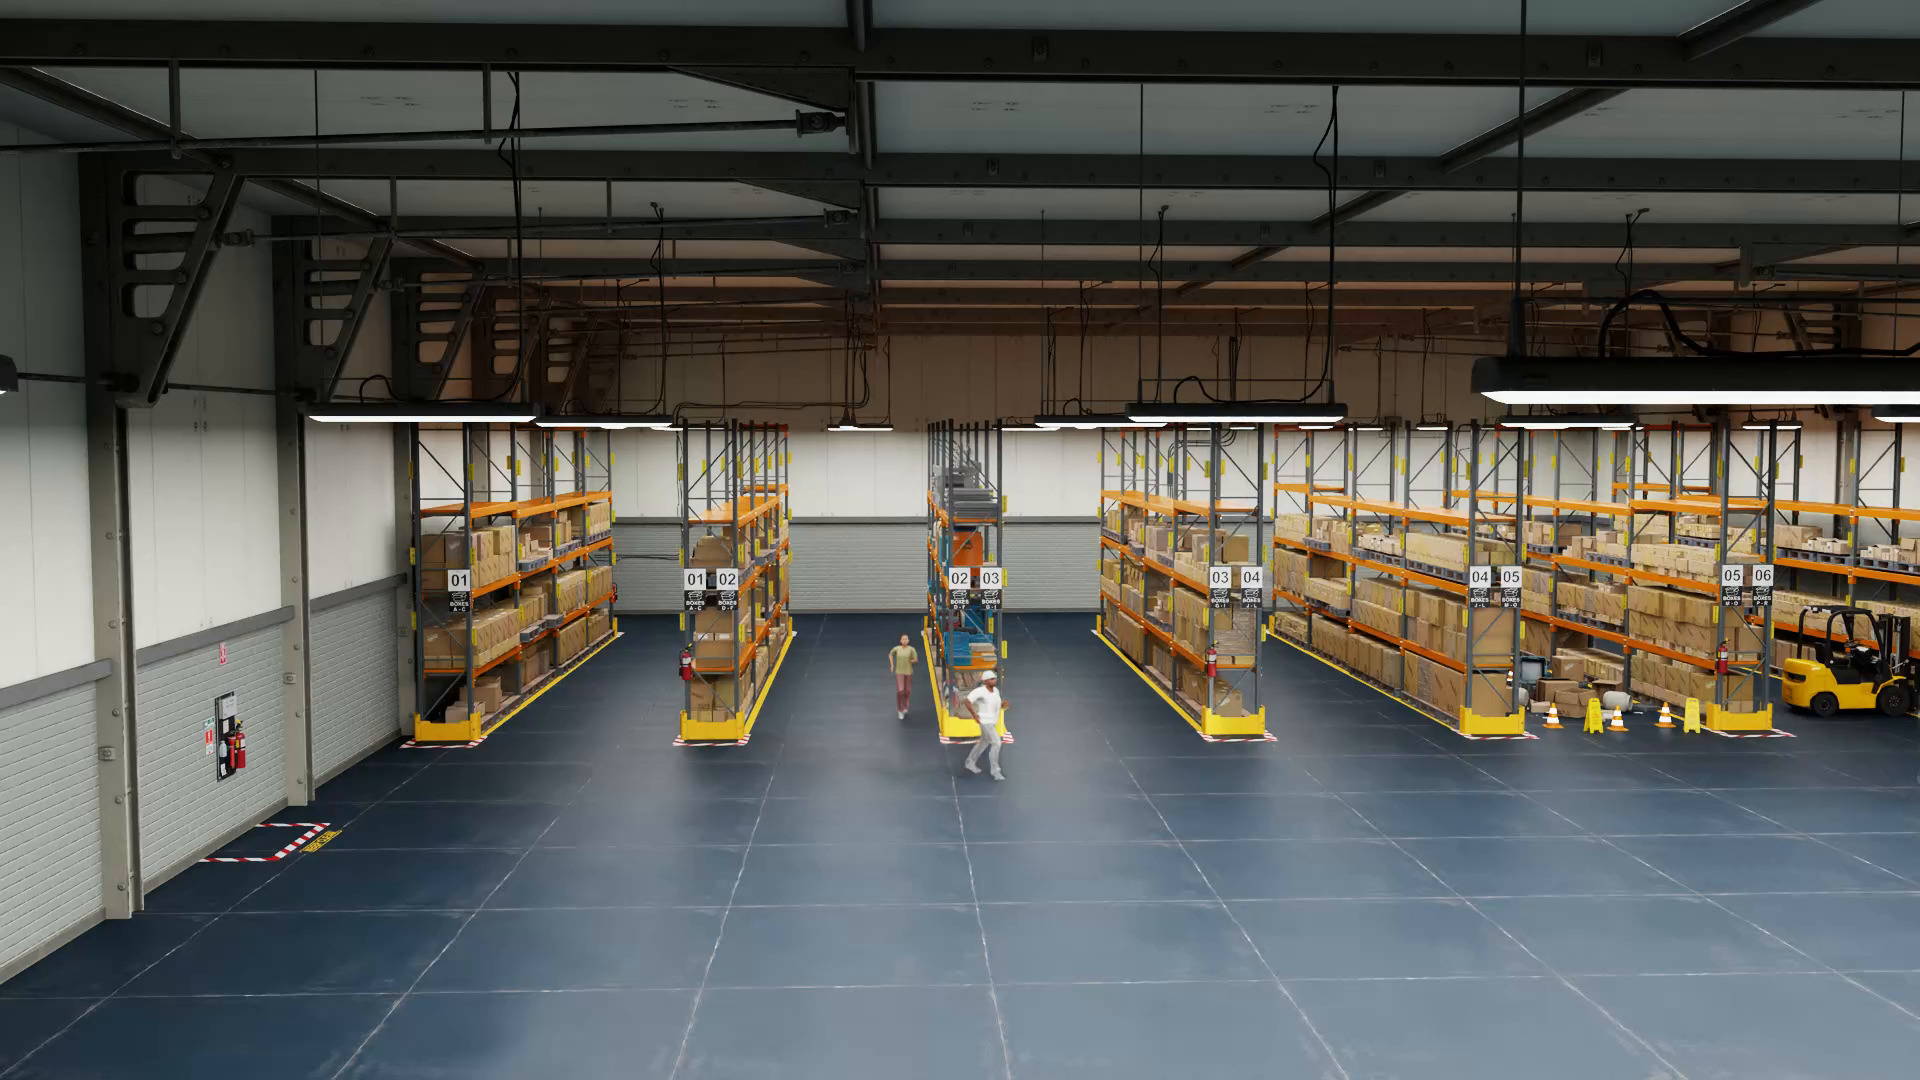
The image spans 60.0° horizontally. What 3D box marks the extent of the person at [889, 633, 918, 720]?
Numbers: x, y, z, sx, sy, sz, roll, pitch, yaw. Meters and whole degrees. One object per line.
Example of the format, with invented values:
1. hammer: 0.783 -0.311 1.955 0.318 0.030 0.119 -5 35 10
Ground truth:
1. person: -1.128 2.737 33.549 0.545 1.724 0.739 -1 4 -11

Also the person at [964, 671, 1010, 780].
1. person: 0.447 3.075 27.704 0.788 1.831 0.665 2 4 26

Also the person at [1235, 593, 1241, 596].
1. person: 7.719 1.877 47.576 0.650 1.594 0.837 2 4 24
